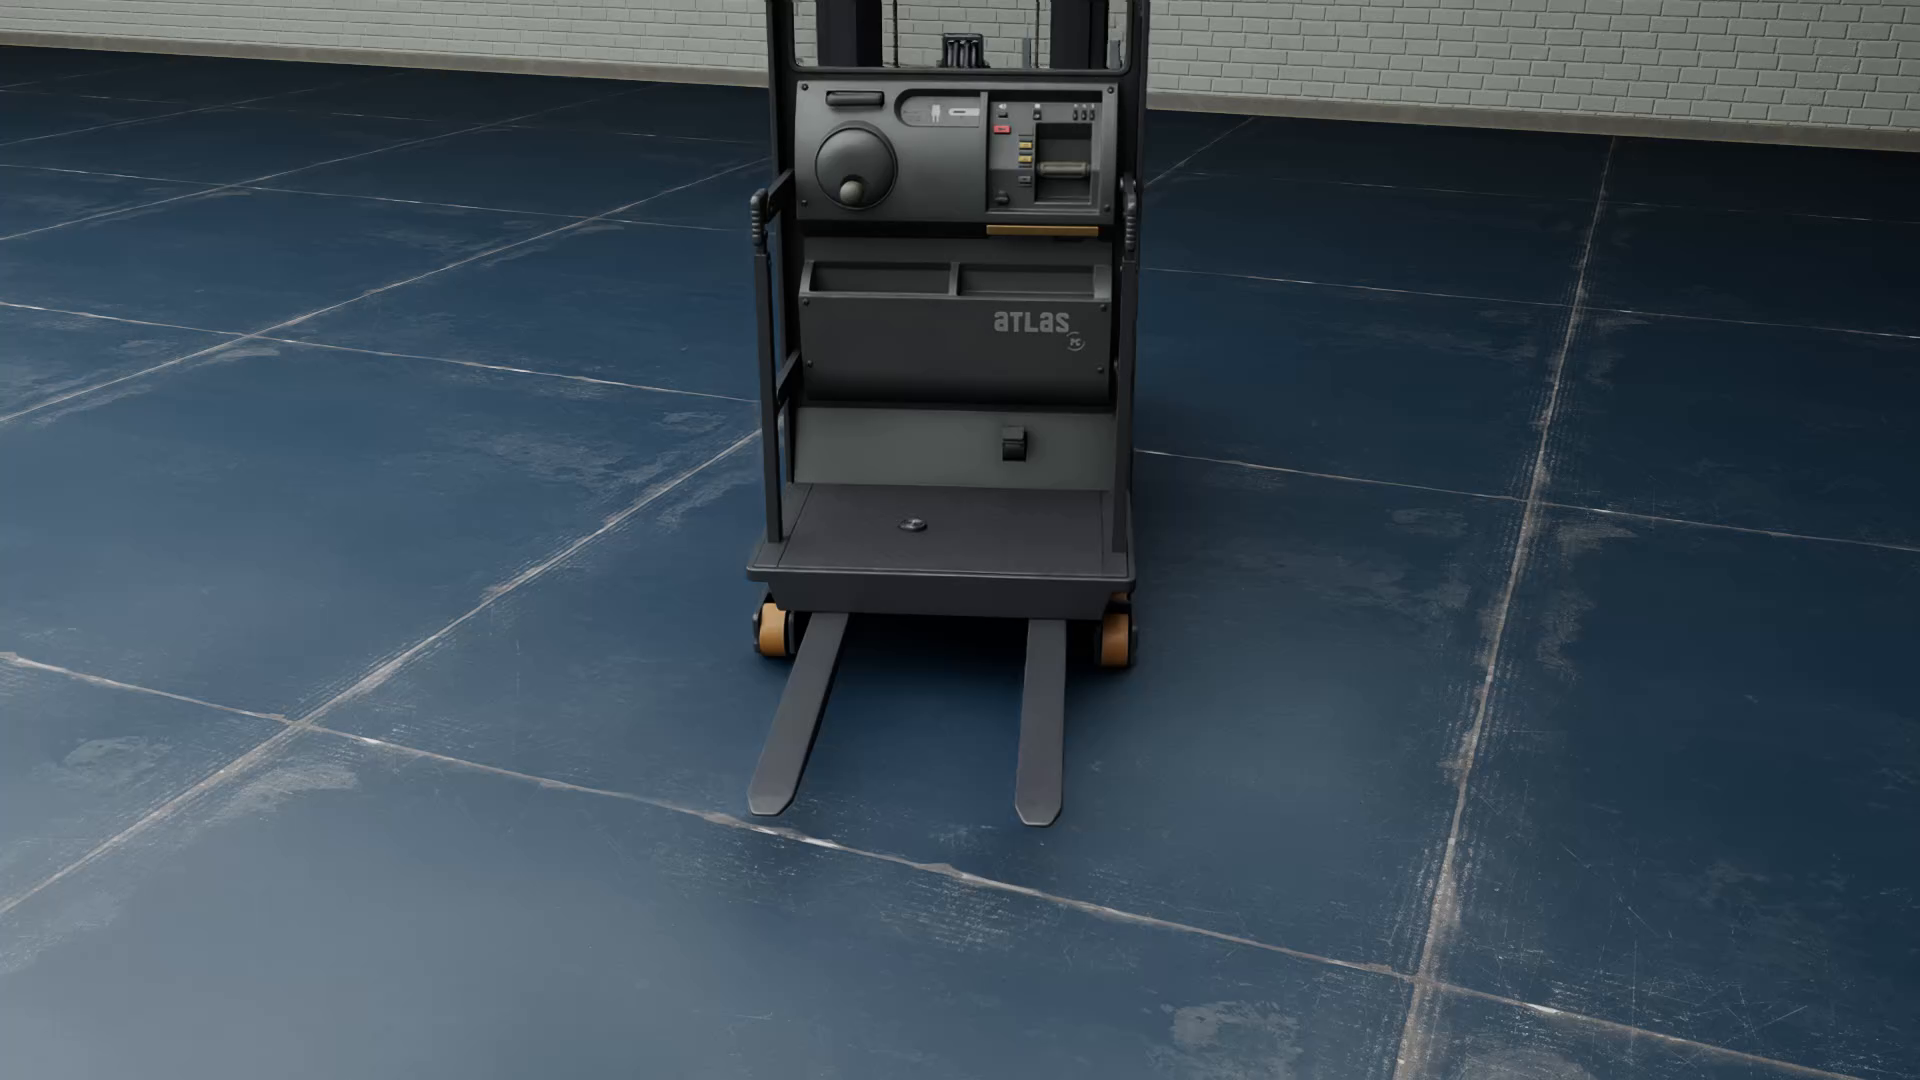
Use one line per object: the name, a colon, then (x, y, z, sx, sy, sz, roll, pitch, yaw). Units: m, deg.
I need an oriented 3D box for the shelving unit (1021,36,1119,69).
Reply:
shelving unit: (0.333, -1.193, 6.661, 0.431, 1.500, 0.755, 7, 24, 16)

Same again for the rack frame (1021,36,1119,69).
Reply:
rack frame: (0.444, -1.328, 6.983, 0.400, 1.500, 0.023, 7, 24, 16)

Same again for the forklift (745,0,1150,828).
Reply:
forklift: (-0.024, -1.109, 4.602, 1.130, 2.935, 3.031, 2, 23, 4)
